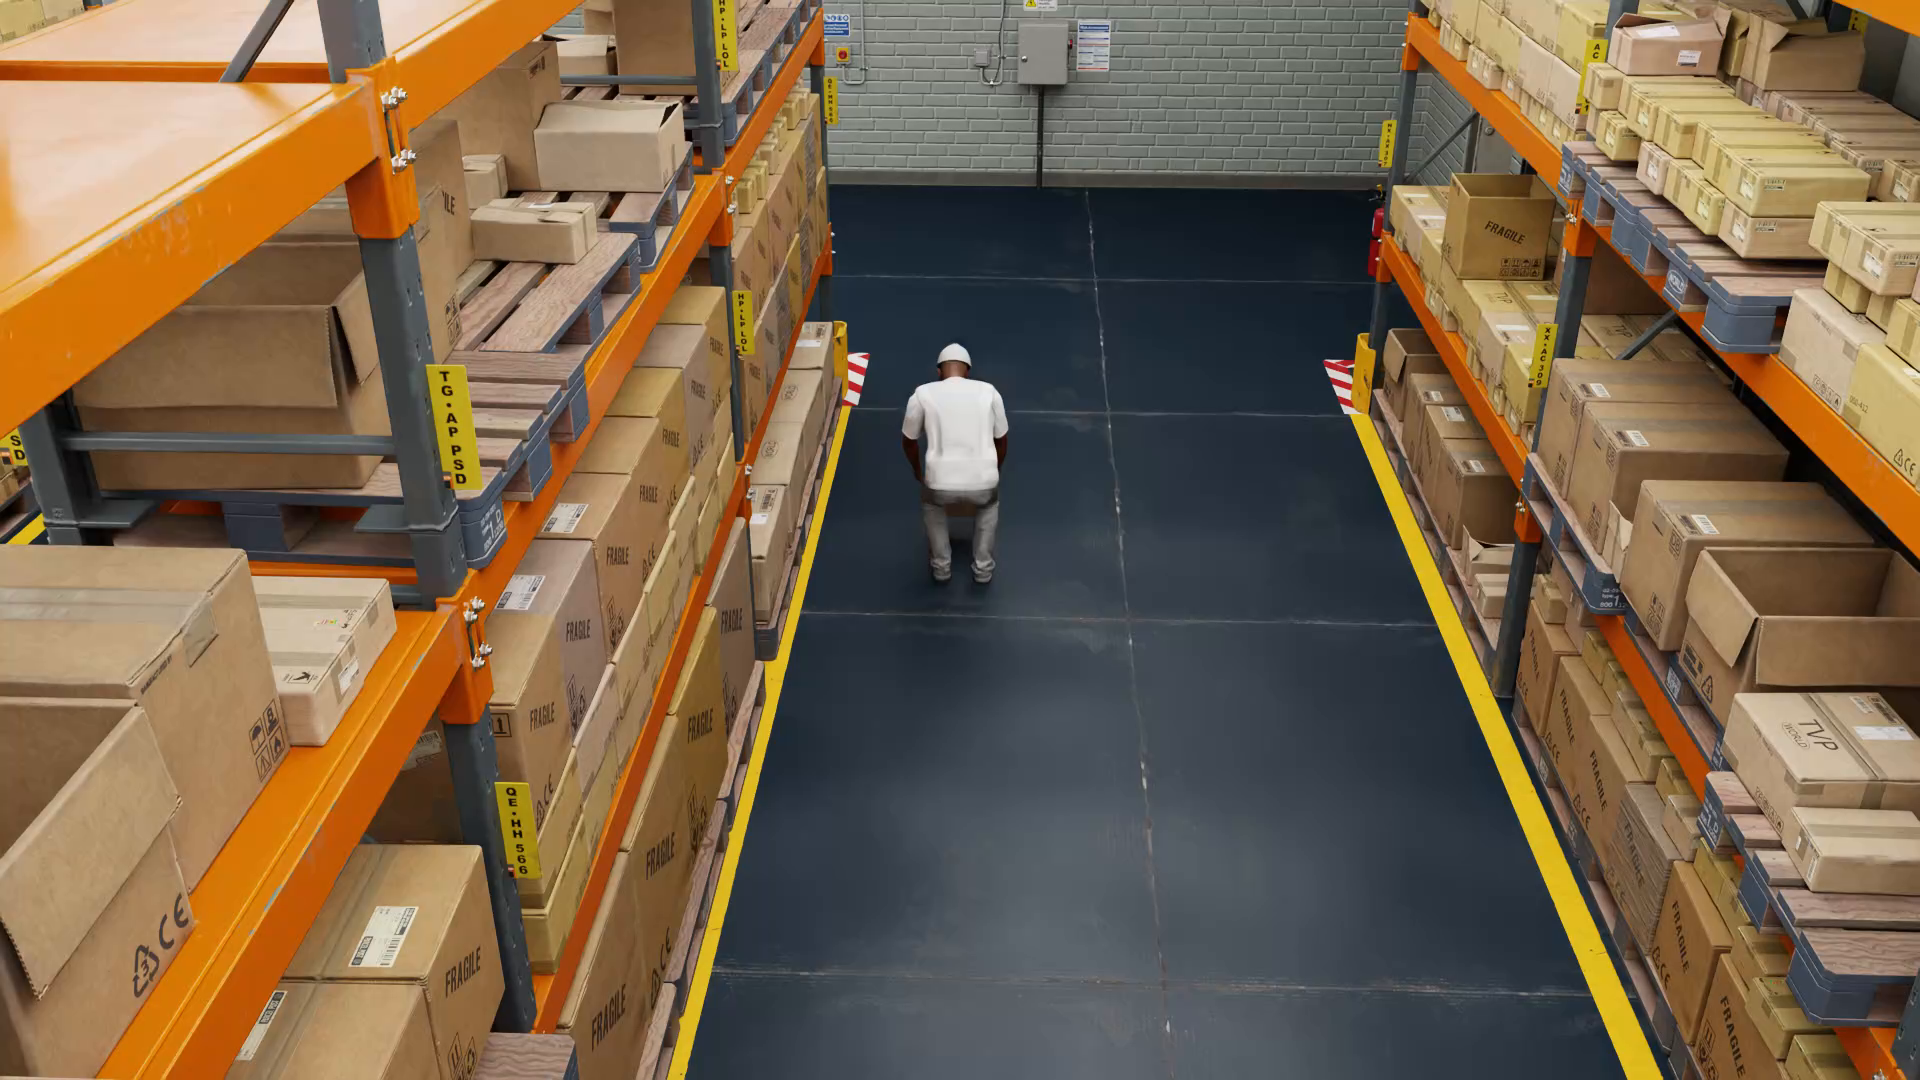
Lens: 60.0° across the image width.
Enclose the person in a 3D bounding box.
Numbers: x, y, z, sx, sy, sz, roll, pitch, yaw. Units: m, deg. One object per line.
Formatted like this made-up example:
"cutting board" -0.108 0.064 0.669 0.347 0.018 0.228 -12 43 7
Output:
"person" -0.032 -0.429 9.860 0.631 1.346 0.790 0 28 0
